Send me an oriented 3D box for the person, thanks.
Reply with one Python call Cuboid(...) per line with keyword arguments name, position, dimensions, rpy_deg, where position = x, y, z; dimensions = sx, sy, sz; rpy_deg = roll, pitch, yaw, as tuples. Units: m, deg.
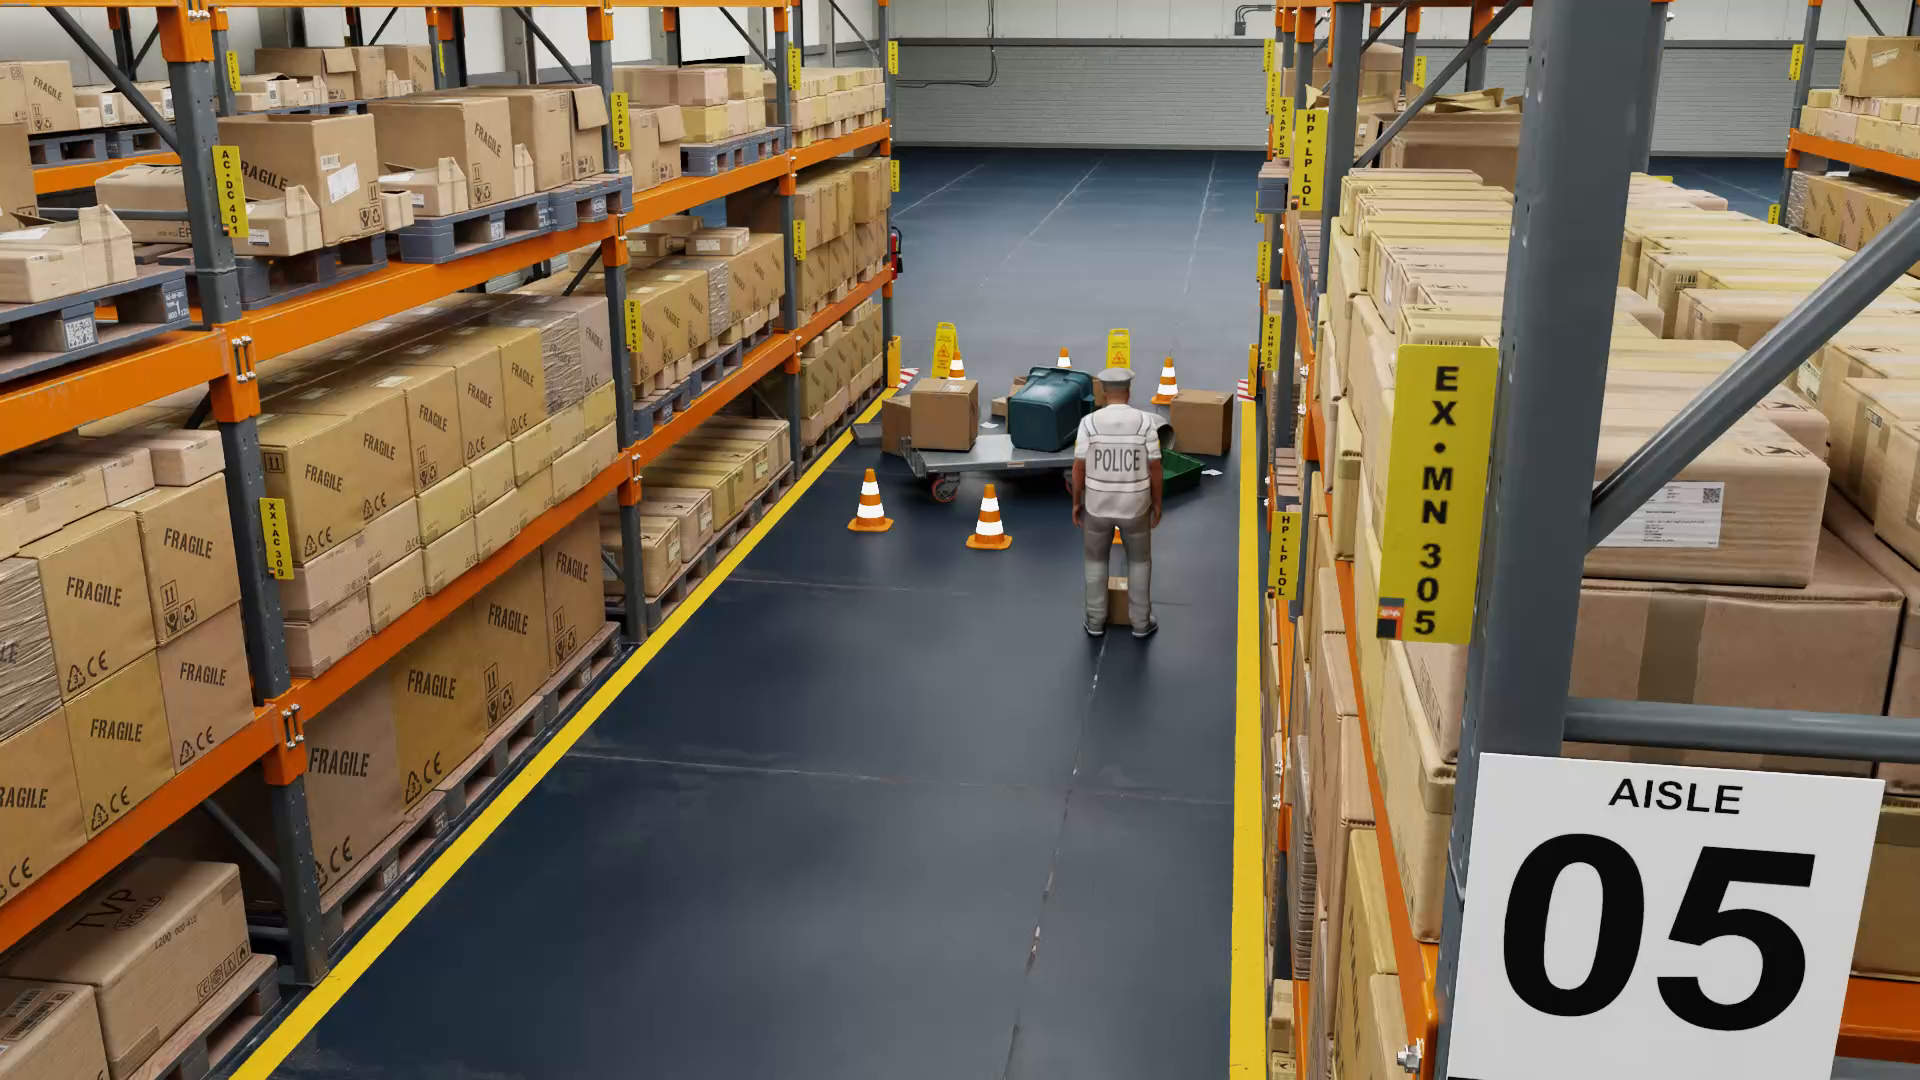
Cuboid(name="person", position=(1.014, -0.220, 10.731), dimensions=(0.591, 1.746, 0.437), rpy_deg=(2, 18, 6))
